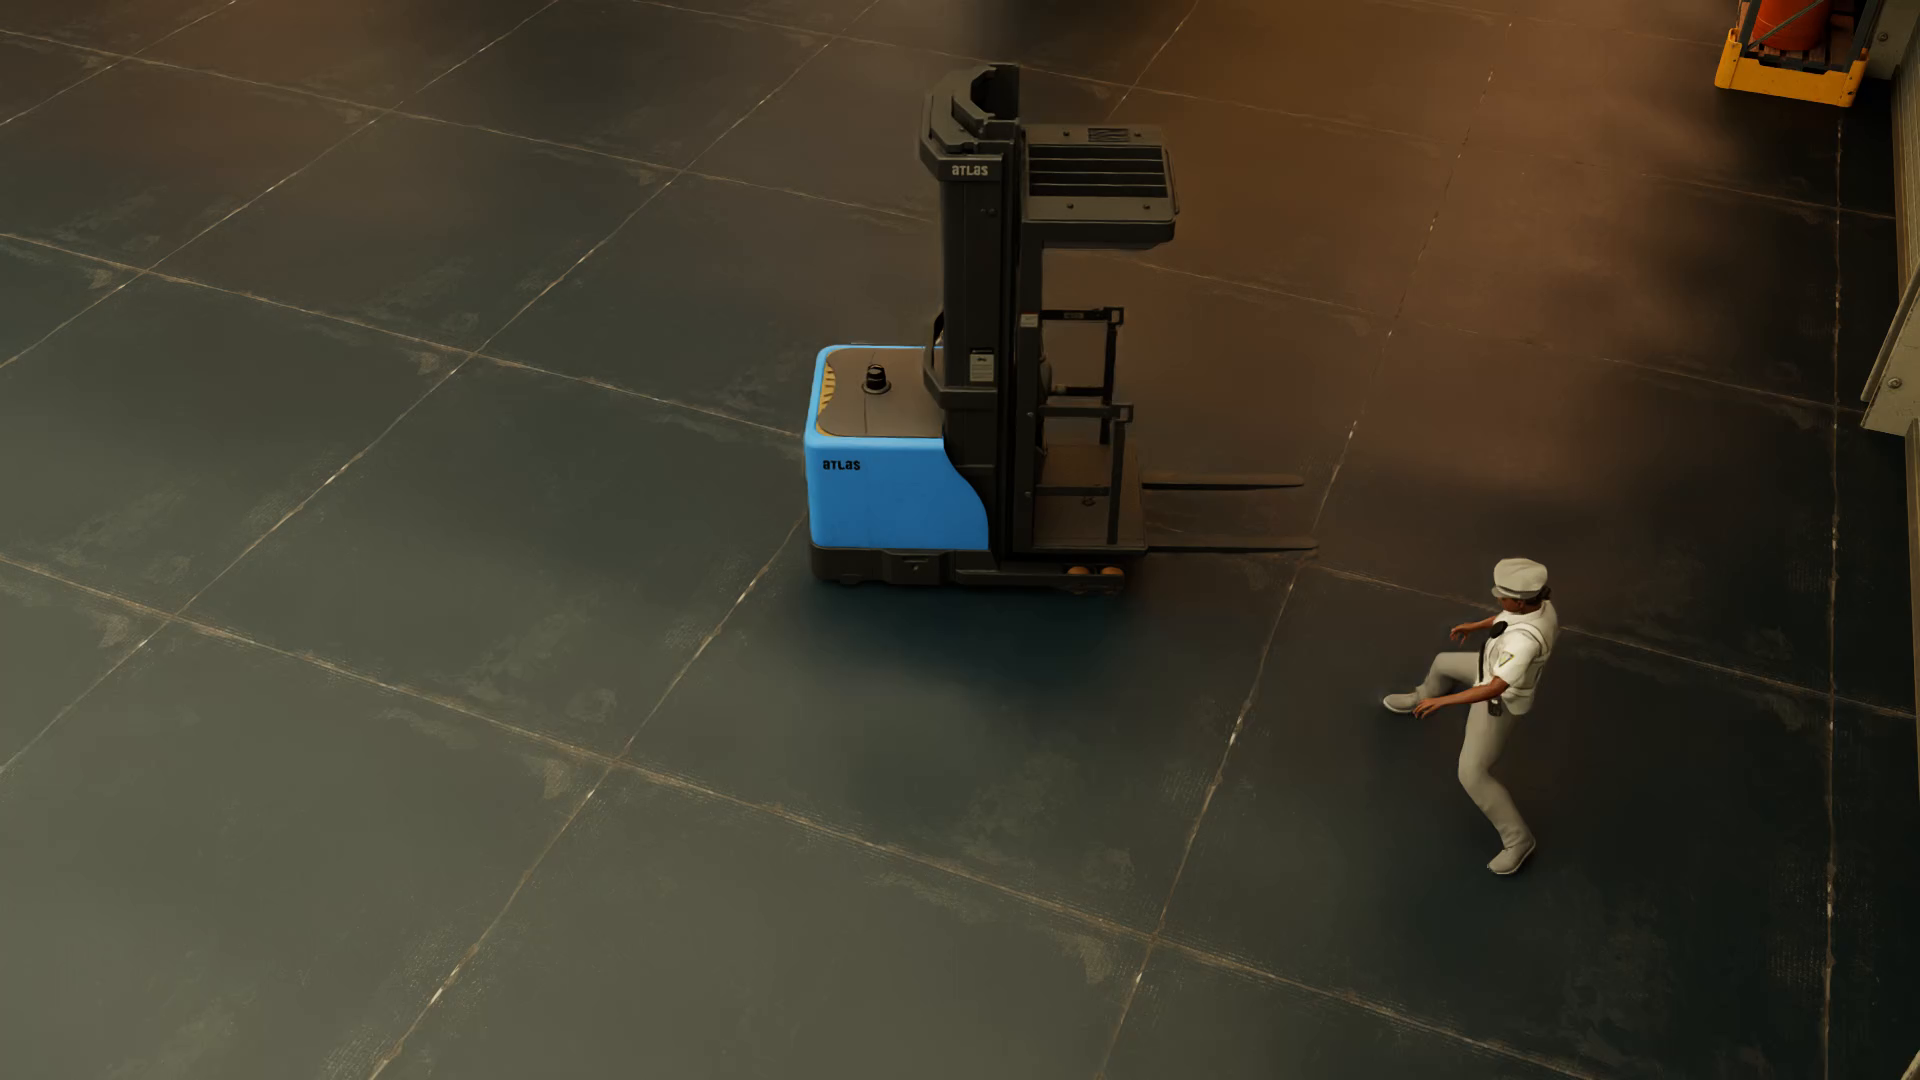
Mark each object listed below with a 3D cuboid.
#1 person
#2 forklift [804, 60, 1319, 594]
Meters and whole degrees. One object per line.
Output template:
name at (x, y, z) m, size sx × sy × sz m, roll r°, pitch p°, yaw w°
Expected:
person at (2.597, 0.725, 8.295) m, size 0.937 × 1.509 × 1.026 m, roll 16°, pitch 43°, yaw 18°
forklift at (0.631, -1.148, 9.378) m, size 3.031 × 2.935 × 1.130 m, roll 1°, pitch 40°, yaw 1°
